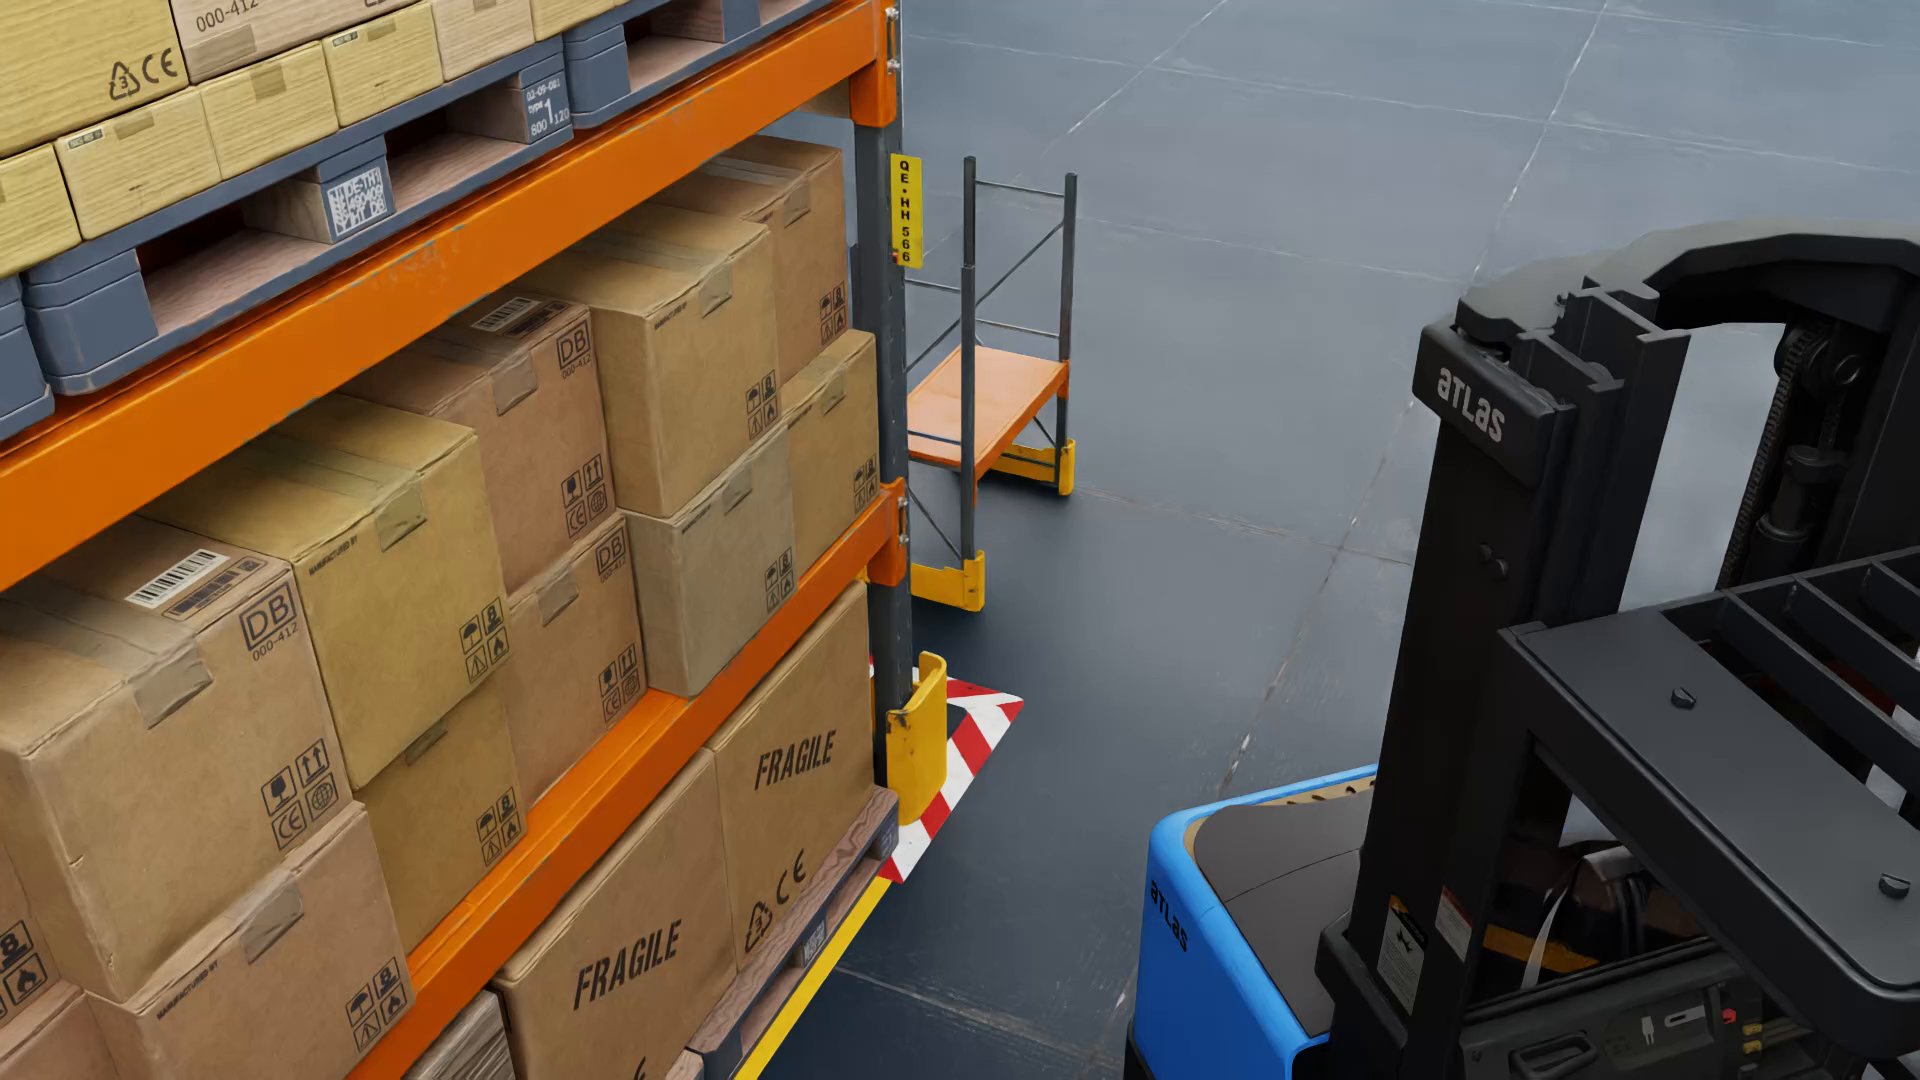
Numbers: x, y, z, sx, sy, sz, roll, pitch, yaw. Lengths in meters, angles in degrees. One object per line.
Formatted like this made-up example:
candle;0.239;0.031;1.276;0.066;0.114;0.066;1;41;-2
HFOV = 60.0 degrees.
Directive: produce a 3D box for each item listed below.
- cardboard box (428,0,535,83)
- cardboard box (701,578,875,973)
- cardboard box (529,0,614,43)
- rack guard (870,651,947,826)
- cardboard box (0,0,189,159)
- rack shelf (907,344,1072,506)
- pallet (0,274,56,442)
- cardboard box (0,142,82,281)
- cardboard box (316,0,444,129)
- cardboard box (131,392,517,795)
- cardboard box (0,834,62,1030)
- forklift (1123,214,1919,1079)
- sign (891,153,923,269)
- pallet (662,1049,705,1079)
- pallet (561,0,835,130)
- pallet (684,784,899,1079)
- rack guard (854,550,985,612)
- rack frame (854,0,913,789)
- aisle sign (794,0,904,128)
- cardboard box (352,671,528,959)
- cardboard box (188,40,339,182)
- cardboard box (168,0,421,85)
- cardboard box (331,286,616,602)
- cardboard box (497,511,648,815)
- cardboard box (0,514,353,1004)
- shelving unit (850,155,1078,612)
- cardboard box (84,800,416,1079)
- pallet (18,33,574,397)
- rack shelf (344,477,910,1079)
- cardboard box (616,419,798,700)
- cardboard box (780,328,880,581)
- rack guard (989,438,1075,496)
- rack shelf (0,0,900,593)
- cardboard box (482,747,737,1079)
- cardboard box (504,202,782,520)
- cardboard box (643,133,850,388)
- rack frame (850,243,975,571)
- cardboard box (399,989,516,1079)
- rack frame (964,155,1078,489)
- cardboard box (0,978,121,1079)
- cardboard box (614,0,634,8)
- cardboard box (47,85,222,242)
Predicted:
cardboard box;-1.001;-0.954;2.988;0.380;0.149;0.250;14;36;21
cardboard box;-0.862;0.603;5.150;0.875;0.875;0.875;14;36;21
cardboard box;-0.895;-1.079;3.180;0.380;0.149;0.250;14;36;20
rack guard;-0.628;0.571;5.924;1.175;0.500;0.348;14;36;20
cardboard box;-1.432;-0.686;2.217;0.500;0.250;0.500;14;36;20
rack shelf;0.036;-0.519;7.002;0.538;0.185;1.000;14;36;20
pallet;-1.960;-0.093;2.002;1.003;0.211;1.213;14;36;20
cardboard box;-1.426;-0.448;2.217;0.380;0.149;0.250;14;36;20
cardboard box;-1.108;-0.827;2.795;0.380;0.149;0.250;15;36;21
cardboard box;-1.436;0.035;3.339;0.875;0.550;0.500;14;36;20
cardboard box;-2.001;0.539;2.571;0.875;0.550;0.550;14;36;20
forklift;1.420;1.056;2.967;1.130;2.935;3.031;-11;35;-16
sign;-0.151;-0.915;4.637;0.100;0.325;0.005;14;36;20
pallet;-1.413;1.725;4.427;1.003;0.211;1.213;14;36;20
pallet;-0.939;-1.308;3.855;1.003;0.211;1.213;14;36;20
pallet;-0.901;1.120;5.350;1.003;0.211;1.213;14;36;20
rack guard;-0.176;0.106;6.861;0.587;0.250;0.087;14;36;20
rack frame;-0.638;-0.463;5.220;1.000;3.000;0.127;14;36;20
aisle sign;-0.336;-1.516;4.456;0.394;0.787;0.004;14;36;20
cardboard box;-1.495;0.472;3.658;0.875;0.550;0.500;14;36;20
cardboard box;-1.214;-0.698;2.599;0.380;0.149;0.250;15;36;21
cardboard box;-1.221;-0.939;2.602;0.500;0.250;0.500;15;36;21
cardboard box;-1.332;-0.258;3.787;0.875;0.550;0.550;14;36;20
cardboard box;-1.311;0.199;4.075;0.875;0.550;0.550;14;36;20
cardboard box;-1.651;0.301;2.934;0.875;0.550;0.550;14;36;20
shelving unit;0.032;-0.665;6.897;0.587;1.500;1.083;14;36;20
cardboard box;-1.626;0.759;3.220;0.875;0.550;0.550;14;36;20
pallet;-1.448;-0.698;2.925;1.003;0.211;1.213;14;36;20
rack shelf;-1.475;0.834;3.898;1.077;0.370;4.000;14;36;20
cardboard box;-0.962;-0.051;4.456;0.875;0.550;0.550;14;36;20
cardboard box;-0.752;-0.330;4.881;0.875;0.550;0.550;14;36;20
rack guard;0.240;-0.391;7.618;0.587;0.250;0.087;14;36;20
rack shelf;-1.475;-0.420;3.076;1.077;0.370;4.000;14;36;20
cardboard box;-1.228;1.042;4.481;0.875;0.875;0.875;14;36;20
cardboard box;-0.975;-0.506;4.165;0.875;0.550;0.550;14;36;20
cardboard box;-0.828;-0.801;4.615;0.875;0.550;0.550;14;36;20
rack frame;-0.177;-0.417;6.517;0.500;1.500;0.032;14;36;20
cardboard box;-1.611;1.495;3.789;0.875;0.875;0.875;14;36;21
rack frame;0.248;-0.923;7.290;0.500;1.500;0.032;14;36;20
cardboard box;-1.958;1.001;2.851;0.875;0.550;0.550;14;36;20
cardboard box;-0.789;-1.207;3.375;0.380;0.149;0.250;15;36;21
cardboard box;-1.319;-0.575;2.411;0.380;0.149;0.250;14;36;21
